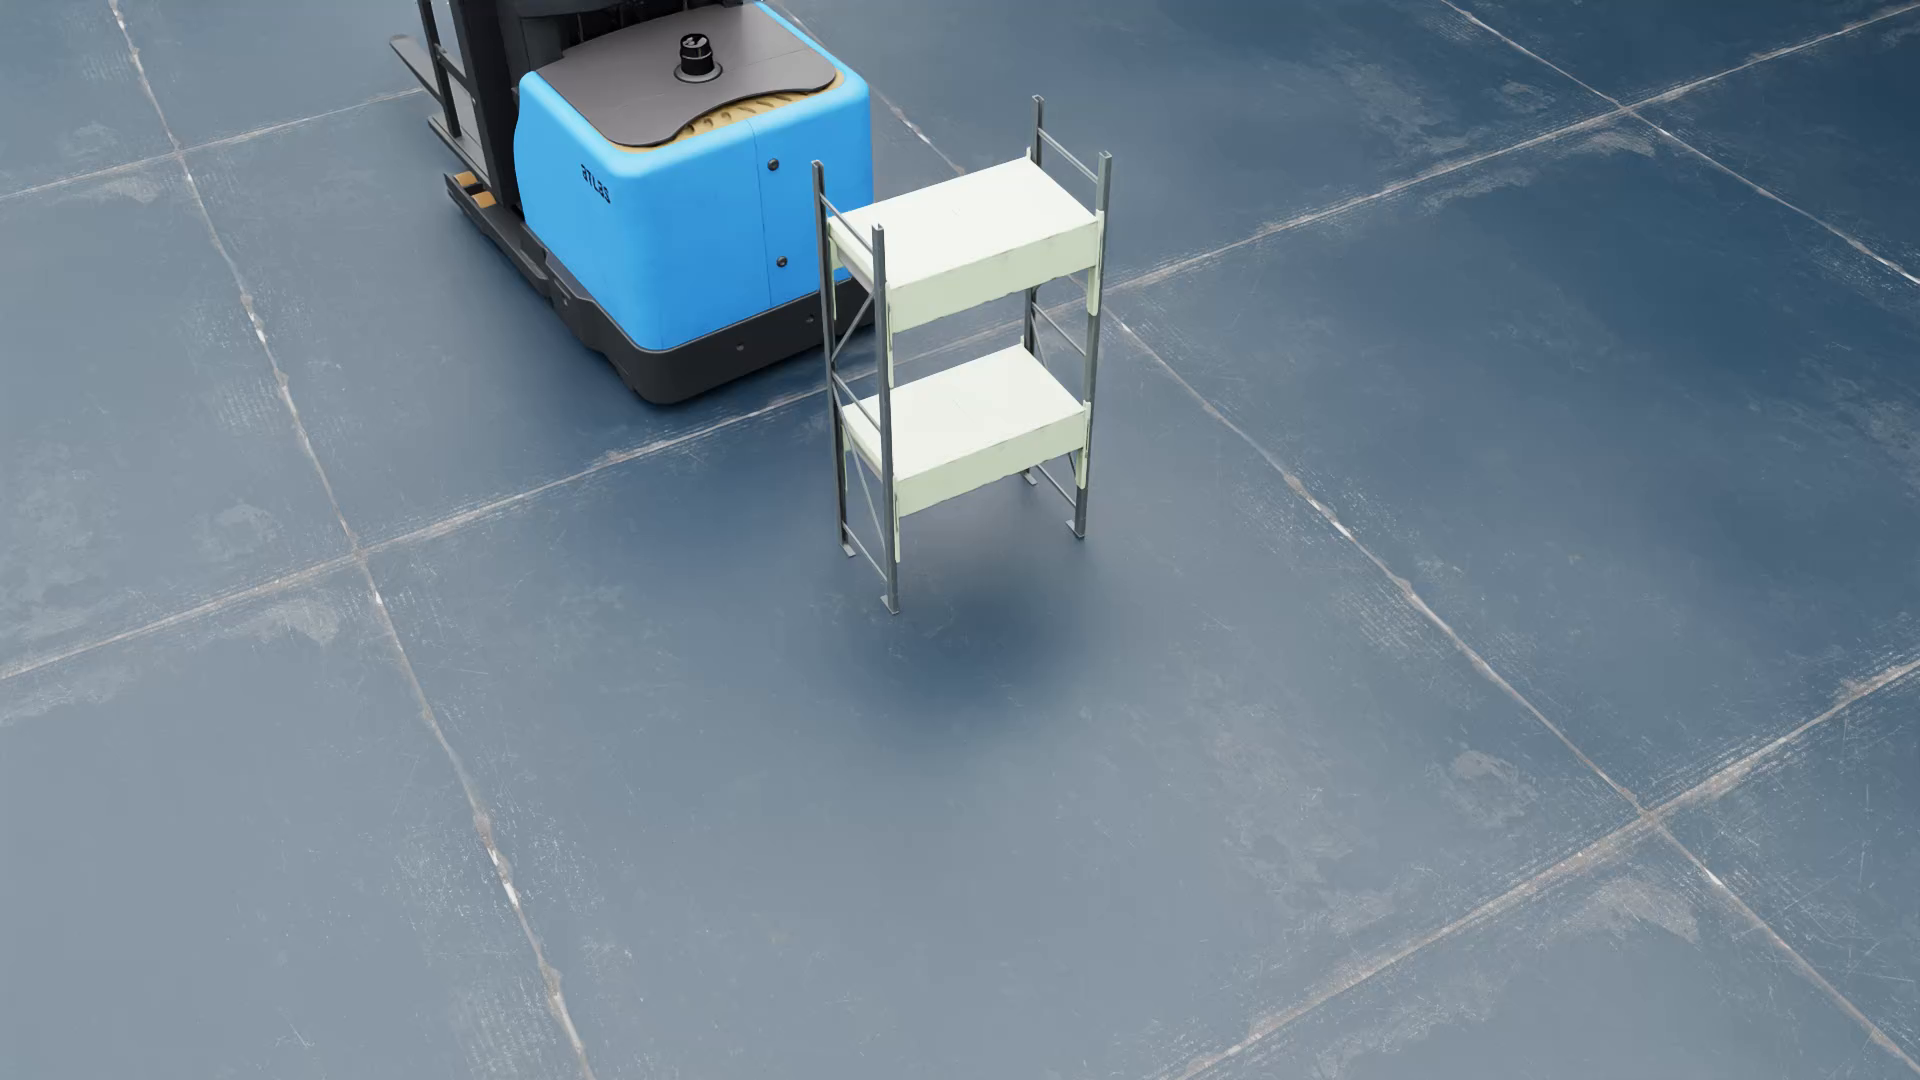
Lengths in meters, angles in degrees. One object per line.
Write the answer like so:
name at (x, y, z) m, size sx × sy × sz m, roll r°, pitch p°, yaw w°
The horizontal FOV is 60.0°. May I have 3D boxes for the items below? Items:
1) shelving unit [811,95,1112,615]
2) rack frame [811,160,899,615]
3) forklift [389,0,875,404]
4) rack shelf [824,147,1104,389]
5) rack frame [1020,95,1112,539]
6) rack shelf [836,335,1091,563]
shelving unit at (0.006, -0.541, 5.230) m, size 0.755 × 1.500 × 0.431 m, roll -22°, pitch 48°, yaw -21°
rack frame at (-0.312, -0.414, 5.099) m, size 0.023 × 1.500 × 0.400 m, roll -22°, pitch 48°, yaw -21°
forklift at (-1.564, -2.546, 6.269) m, size 1.130 × 2.935 × 3.031 m, roll -26°, pitch 50°, yaw -24°
rack shelf at (0.006, -0.821, 4.958) m, size 0.720 × 0.370 × 0.431 m, roll -22°, pitch 48°, yaw -21°
rack frame at (0.323, -0.668, 5.361) m, size 0.023 × 1.500 × 0.400 m, roll -22°, pitch 48°, yaw -21°
rack shelf at (0.006, -0.307, 5.457) m, size 0.720 × 0.370 × 0.431 m, roll -22°, pitch 48°, yaw -21°
